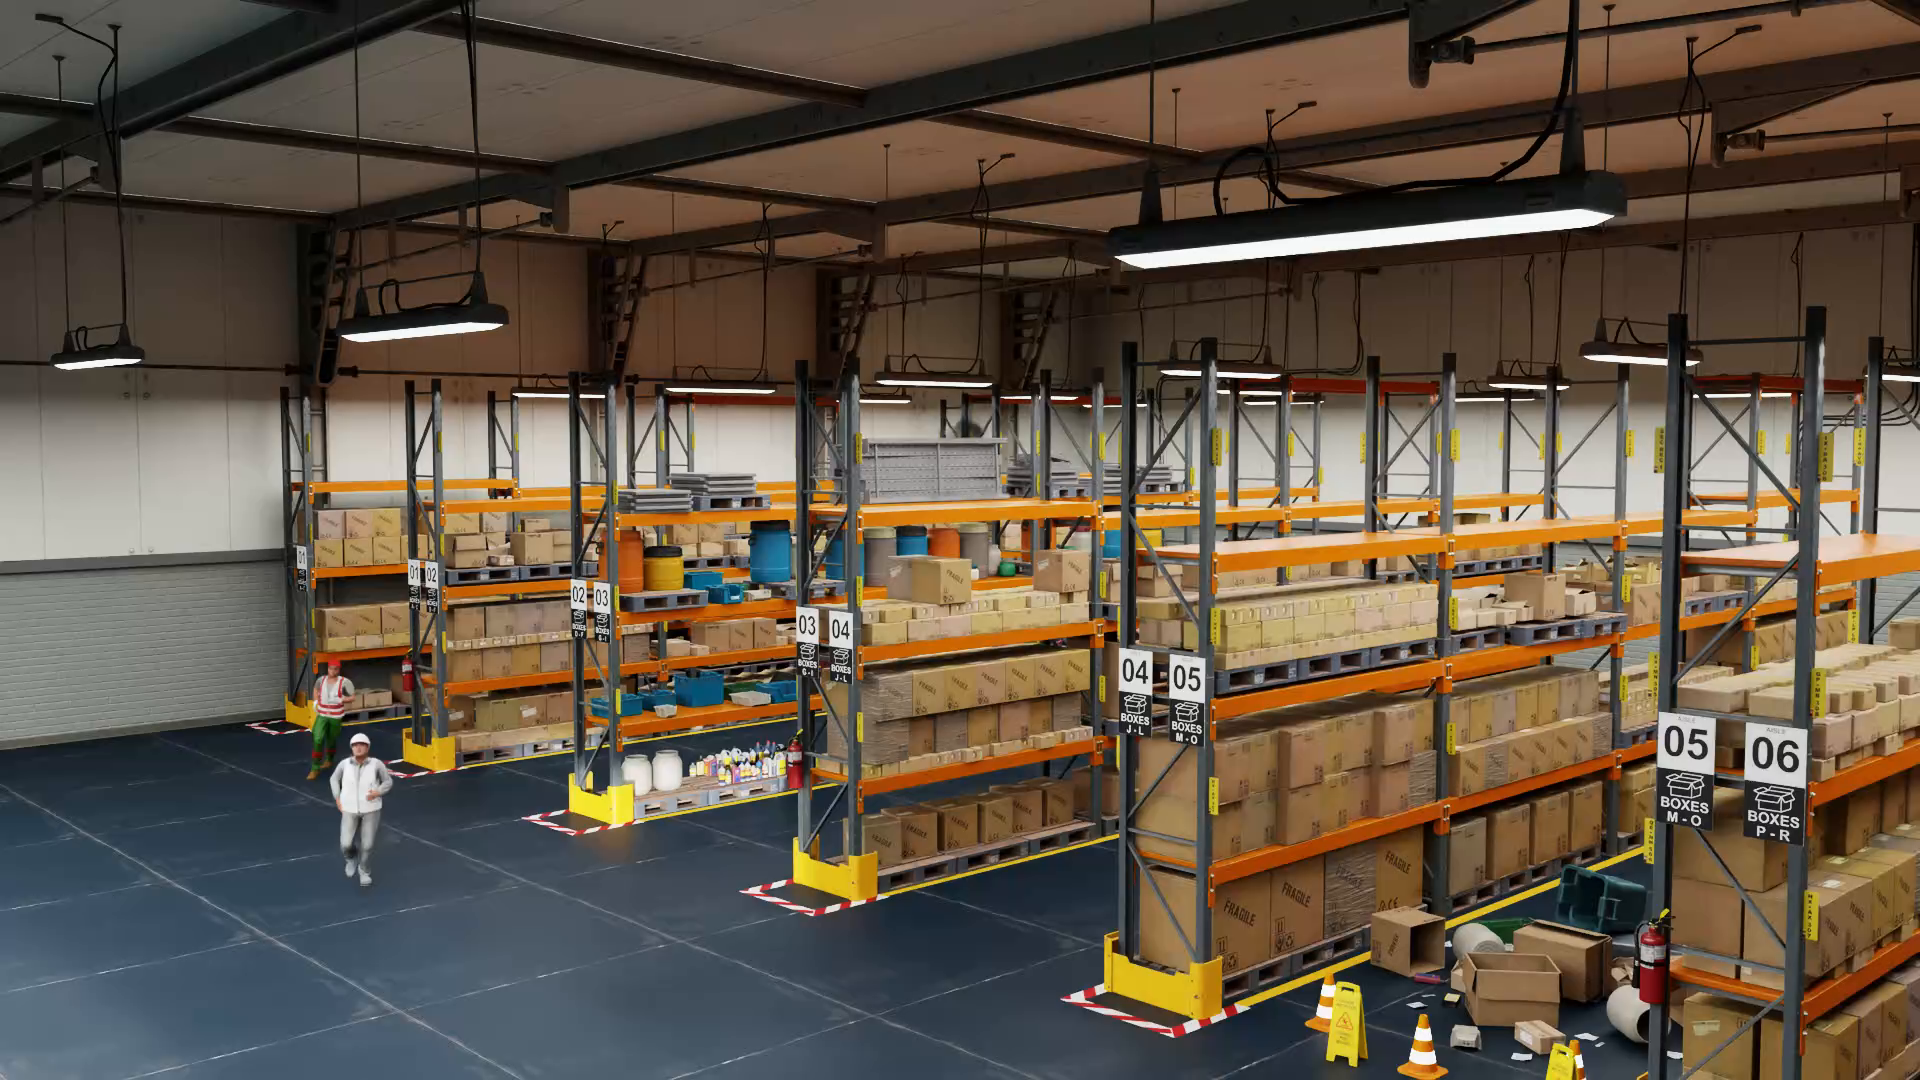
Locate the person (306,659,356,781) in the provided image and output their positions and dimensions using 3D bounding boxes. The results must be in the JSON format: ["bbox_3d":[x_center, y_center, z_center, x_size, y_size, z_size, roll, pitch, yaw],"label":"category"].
[{"bbox_3d":[-9.496,2.680,25.177,0.696,1.806,0.836,-1,4,-11],"label":"person"}]

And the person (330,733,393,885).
[{"bbox_3d":[-6.840,3.079,18.972,0.703,1.743,0.542,-1,4,-11],"label":"person"}]

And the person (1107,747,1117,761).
[{"bbox_3d":[2.149,2.822,24.362,0.515,1.617,0.704,3,5,36],"label":"person"}]
